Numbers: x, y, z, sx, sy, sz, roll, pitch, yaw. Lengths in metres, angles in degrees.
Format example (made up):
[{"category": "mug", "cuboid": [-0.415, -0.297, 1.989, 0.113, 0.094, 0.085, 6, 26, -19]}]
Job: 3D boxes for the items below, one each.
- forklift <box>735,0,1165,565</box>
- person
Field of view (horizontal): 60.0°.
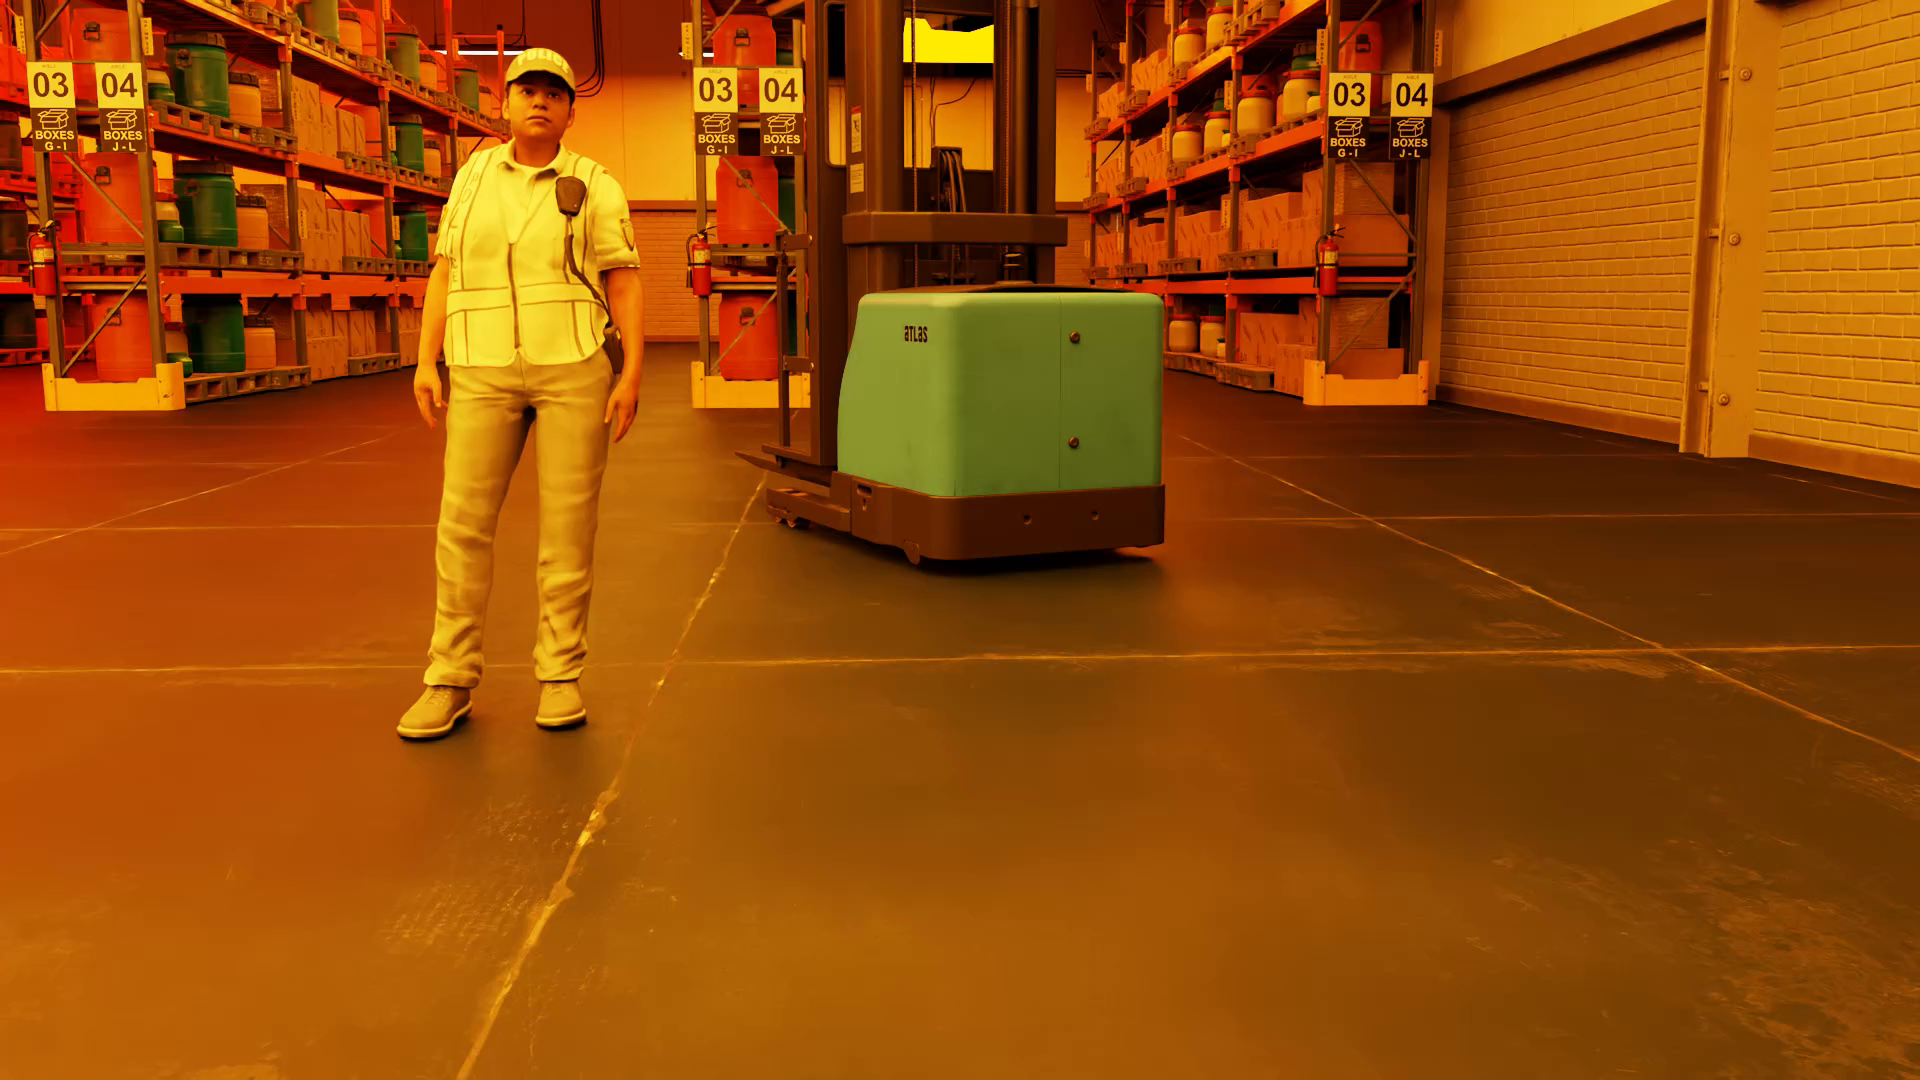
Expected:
[{"category": "forklift", "cuboid": [-0.264, -1.530, 7.637, 1.130, 2.935, 3.031, -4, 9, -25]}, {"category": "person", "cuboid": [-1.093, -0.379, 4.151, 0.590, 1.672, 0.523, 0, 8, -3]}]
